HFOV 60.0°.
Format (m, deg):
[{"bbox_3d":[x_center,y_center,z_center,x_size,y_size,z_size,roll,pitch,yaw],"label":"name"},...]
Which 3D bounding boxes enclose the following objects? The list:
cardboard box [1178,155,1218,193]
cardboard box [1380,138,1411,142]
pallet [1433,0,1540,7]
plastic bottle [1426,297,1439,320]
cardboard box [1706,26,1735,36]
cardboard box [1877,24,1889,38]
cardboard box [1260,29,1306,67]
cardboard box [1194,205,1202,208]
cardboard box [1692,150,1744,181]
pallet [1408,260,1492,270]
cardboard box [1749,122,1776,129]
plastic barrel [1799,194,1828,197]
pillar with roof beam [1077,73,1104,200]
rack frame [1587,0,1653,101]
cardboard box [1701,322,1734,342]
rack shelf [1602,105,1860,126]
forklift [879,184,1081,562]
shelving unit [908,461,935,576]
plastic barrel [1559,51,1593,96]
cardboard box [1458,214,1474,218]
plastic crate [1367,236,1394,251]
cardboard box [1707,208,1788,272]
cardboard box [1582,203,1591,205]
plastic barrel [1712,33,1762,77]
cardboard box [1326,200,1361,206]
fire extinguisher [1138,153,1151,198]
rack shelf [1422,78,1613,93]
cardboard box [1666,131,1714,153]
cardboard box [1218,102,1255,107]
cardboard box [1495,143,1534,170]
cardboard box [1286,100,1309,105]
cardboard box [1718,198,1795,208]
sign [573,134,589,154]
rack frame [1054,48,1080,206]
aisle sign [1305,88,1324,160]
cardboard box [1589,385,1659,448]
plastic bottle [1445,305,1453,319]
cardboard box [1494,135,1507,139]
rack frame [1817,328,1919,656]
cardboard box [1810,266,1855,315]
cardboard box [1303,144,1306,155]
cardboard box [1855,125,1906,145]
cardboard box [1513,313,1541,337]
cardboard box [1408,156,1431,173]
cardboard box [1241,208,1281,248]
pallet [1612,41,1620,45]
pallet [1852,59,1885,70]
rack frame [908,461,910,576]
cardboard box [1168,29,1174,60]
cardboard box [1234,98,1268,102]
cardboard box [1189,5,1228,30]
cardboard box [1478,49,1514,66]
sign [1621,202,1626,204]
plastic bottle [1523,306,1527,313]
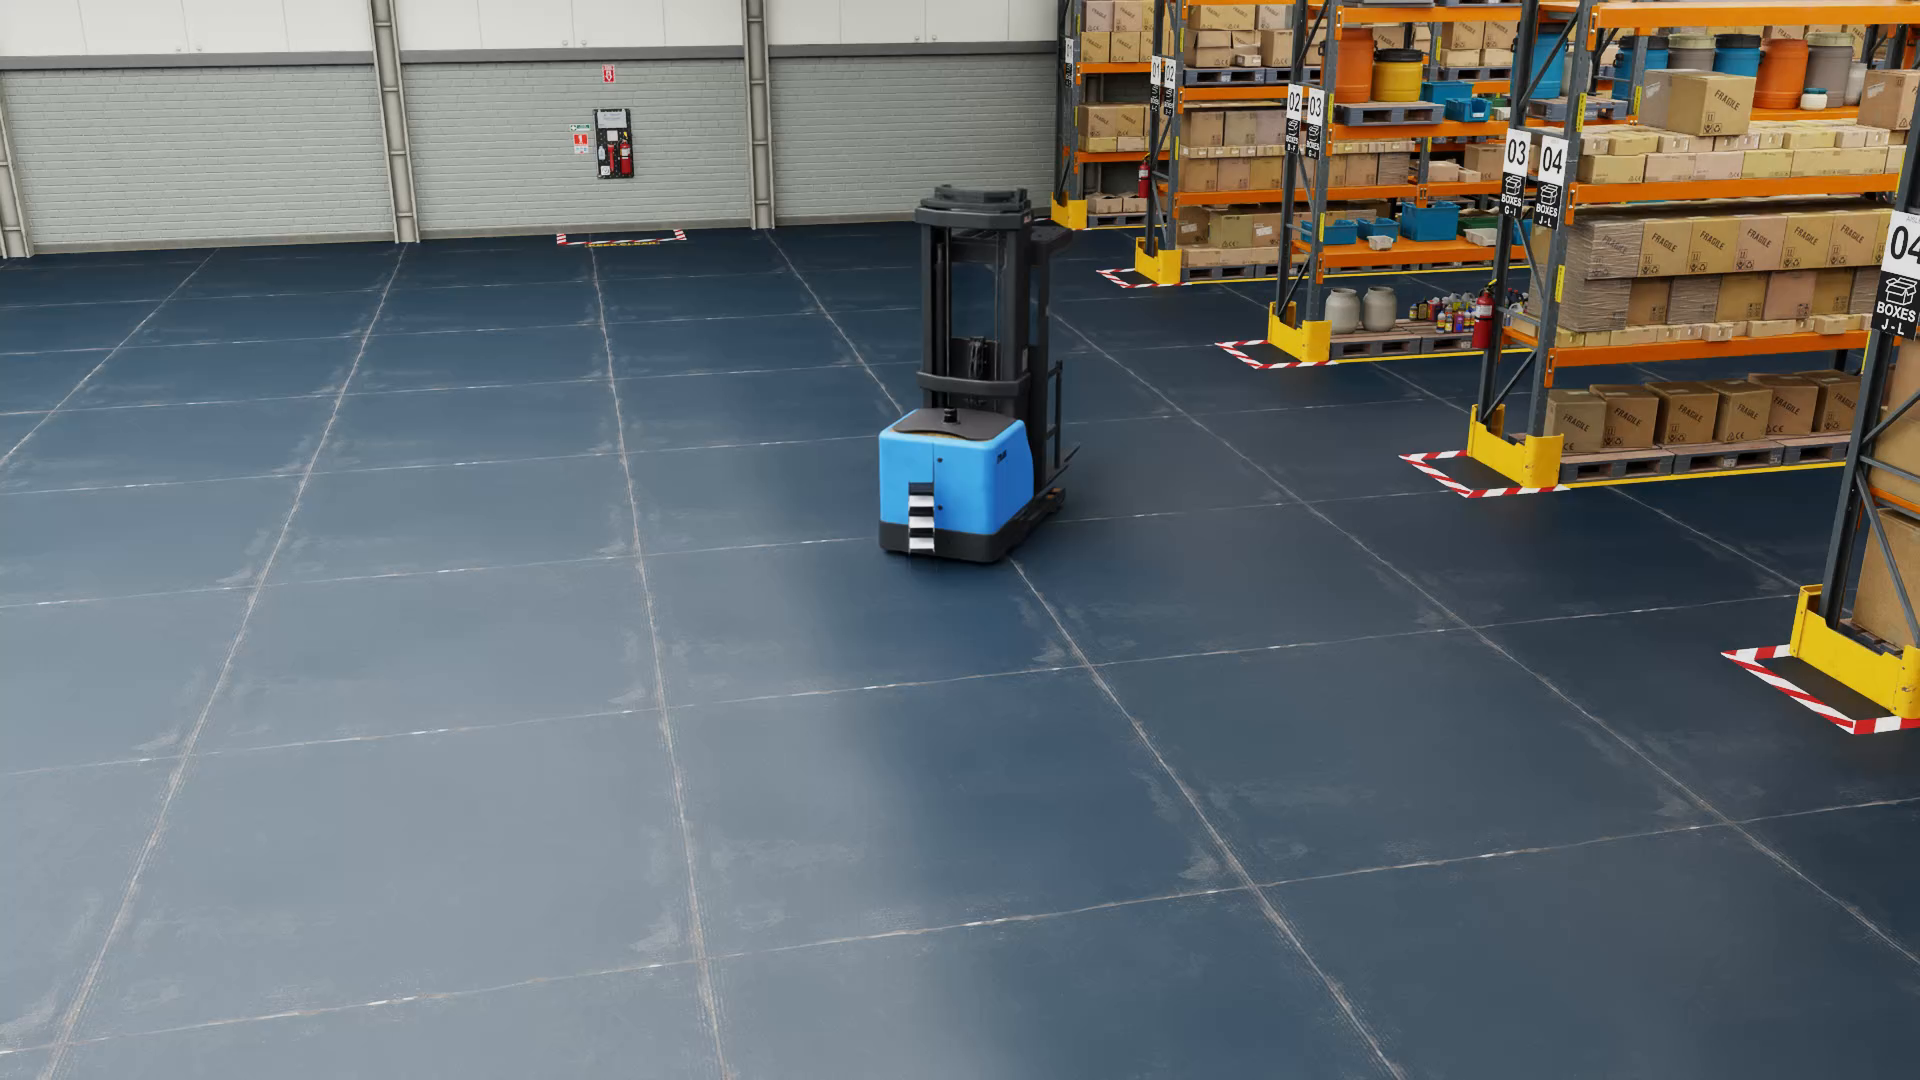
[{"bbox_3d":[3.471,-5.486,24.785,0.500,0.500,0.700,-5,21,-12],"label":"cardboard box"},{"bbox_3d":[6.476,-6.342,25.235,0.500,0.500,0.700,-5,21,-12],"label":"cardboard box"},{"bbox_3d":[6.057,-6.433,19.649,1.213,0.211,1.003,-5,21,-12],"label":"pallet"},{"bbox_3d":[6.087,-2.979,21.405,0.135,0.276,0.152,-4,21,-12],"label":"plastic bottle"},{"bbox_3d":[11.721,-8.037,25.935,0.500,0.500,0.500,-5,21,-12],"label":"cardboard box"},{"bbox_3d":[15.156,-8.332,26.741,0.500,0.500,0.700,-5,21,-12],"label":"cardboard box"},{"bbox_3d":[4.692,-7.165,24.192,0.500,0.500,0.500,-5,21,-12],"label":"cardboard box"},{"bbox_3d":[4.201,-6.129,30.190,0.250,0.149,0.380,-6,21,-17],"label":"cardboard box"},{"bbox_3d":[6.801,-3.461,15.258,0.500,0.250,0.500,-5,21,-13],"label":"cardboard box"},{"bbox_3d":[7.614,-4.485,26.252,1.213,0.211,1.003,-5,21,-12],"label":"pallet"},{"bbox_3d":[7.534,-3.894,15.861,0.250,0.149,0.380,-5,21,-14],"label":"cardboard box"},{"bbox_3d":[10.983,-4.281,21.478,0.421,0.512,0.421,0,20,0],"label":"plastic barrel"},{"bbox_3d":[3.343,-8.785,25.215,0.400,9.000,9.100,-5,21,-12],"label":"pillar with roof beam"},{"bbox_3d":[8.042,-6.882,20.018,0.127,3.000,1.000,-5,21,-12],"label":"rack frame"},{"bbox_3d":[7.104,-2.001,15.782,0.250,0.149,0.380,-5,21,-12],"label":"cardboard box"},{"bbox_3d":[9.988,-5.294,21.090,4.000,0.370,1.077,-5,21,-12],"label":"rack shelf"},{"bbox_3d":[0.321,-1.664,14.597,1.130,2.935,3.031,8,21,20],"label":"forklift"},{"bbox_3d":[-0.312,-0.173,13.478,0.210,0.900,0.258,0,20,-1],"label":"shelving unit"},{"bbox_3d":[7.578,-5.755,20.529,0.421,0.512,0.421,0,20,0],"label":"plastic barrel"},{"bbox_3d":[7.854,-4.880,25.846,0.500,0.311,0.500,-5,21,-13],"label":"cardboard box"},{"bbox_3d":[5.094,-3.587,20.130,0.250,0.136,0.298,-5,21,-12],"label":"plastic crate"},{"bbox_3d":[7.347,-2.818,15.614,0.500,0.500,0.500,-5,21,-12],"label":"cardboard box"},{"bbox_3d":[10.221,-5.266,26.901,0.500,0.311,0.500,-4,20,-11],"label":"cardboard box"},{"bbox_3d":[9.760,-5.925,21.039,0.708,0.901,0.600,-5,21,-12],"label":"plastic barrel"},{"bbox_3d":[5.898,-5.007,25.920,0.500,0.500,0.500,-5,21,-12],"label":"cardboard box"},{"bbox_3d":[2.791,-5.516,25.125,0.183,0.674,0.296,-5,21,-12],"label":"fire extinguisher"},{"bbox_3d":[8.852,-6.952,25.617,4.000,0.370,1.077,-5,21,-12],"label":"rack shelf"},{"bbox_3d":[6.621,-3.625,15.126,0.250,0.149,0.380,-5,21,-13],"label":"cardboard box"},{"bbox_3d":[4.889,-7.490,29.498,0.500,0.500,0.500,-5,21,-13],"label":"cardboard box"},{"bbox_3d":[8.657,-5.907,25.933,0.500,0.500,0.500,-5,21,-12],"label":"cardboard box"},{"bbox_3d":[6.266,-7.663,30.089,0.500,0.500,0.700,-5,21,-12],"label":"cardboard box"},{"bbox_3d":[7.713,-3.033,16.202,0.500,0.500,0.500,-5,21,-12],"label":"cardboard box"},{"bbox_3d":[-6.463,-6.759,28.353,0.234,0.329,0.001,-5,21,-12],"label":"sign"},{"bbox_3d":[1.870,-7.064,29.239,0.127,3.000,1.000,-5,21,-12],"label":"rack frame"},{"bbox_3d":[4.147,-4.865,19.455,0.004,0.787,0.394,-5,21,-12],"label":"aisle sign"},{"bbox_3d":[6.475,-1.216,16.298,0.500,0.500,0.500,1,20,2],"label":"cardboard box"},{"bbox_3d":[6.269,-2.914,21.338,0.097,0.201,0.097,0,20,0],"label":"plastic bottle"},{"bbox_3d":[10.029,-7.538,30.866,0.250,0.149,0.380,-5,21,-13],"label":"cardboard box"},{"bbox_3d":[6.332,-0.422,11.106,0.127,3.000,1.000,-5,21,-12],"label":"rack frame"},{"bbox_3d":[8.235,-2.551,16.339,0.500,0.500,0.875,-5,21,-12],"label":"cardboard box"},{"bbox_3d":[5.197,-5.859,24.861,0.250,0.149,0.380,-4,20,-11],"label":"cardboard box"},{"bbox_3d":[8.651,-3.819,15.657,0.250,0.149,0.380,-4,21,-12],"label":"cardboard box"},{"bbox_3d":[5.519,-2.064,15.953,0.250,0.149,0.380,-5,21,-12],"label":"cardboard box"},{"bbox_3d":[8.397,-6.984,30.923,0.500,0.250,0.500,-4,21,-11],"label":"cardboard box"},{"bbox_3d":[4.556,-4.717,25.127,0.500,0.500,0.500,-5,21,-12],"label":"cardboard box"},{"bbox_3d":[12.667,-9.244,31.105,1.217,0.209,0.805,-5,21,-15],"label":"pallet"},{"bbox_3d":[14.041,-7.648,26.745,1.003,0.211,1.213,-5,21,-12],"label":"pallet"},{"bbox_3d":[-0.413,-0.172,13.476,0.006,0.900,0.240,0,20,-1],"label":"rack frame"},{"bbox_3d":[3.804,-8.594,28.880,0.500,0.500,0.500,-3,20,-9],"label":"cardboard box"},{"bbox_3d":[5.257,-7.705,30.086,0.500,0.500,0.500,-5,21,-14],"label":"cardboard box"},{"bbox_3d":[4.301,-9.093,28.788,0.500,0.500,0.500,-5,21,-14],"label":"cardboard box"},{"bbox_3d":[8.042,-7.348,25.260,0.500,0.250,0.500,-7,21,-18],"label":"cardboard box"},{"bbox_3d":[8.158,-4.010,20.497,0.005,0.325,0.100,-5,21,-12],"label":"sign"},{"bbox_3d":[7.146,-2.806,20.924,0.133,0.283,0.061,-3,20,-9],"label":"plastic bottle"}]
